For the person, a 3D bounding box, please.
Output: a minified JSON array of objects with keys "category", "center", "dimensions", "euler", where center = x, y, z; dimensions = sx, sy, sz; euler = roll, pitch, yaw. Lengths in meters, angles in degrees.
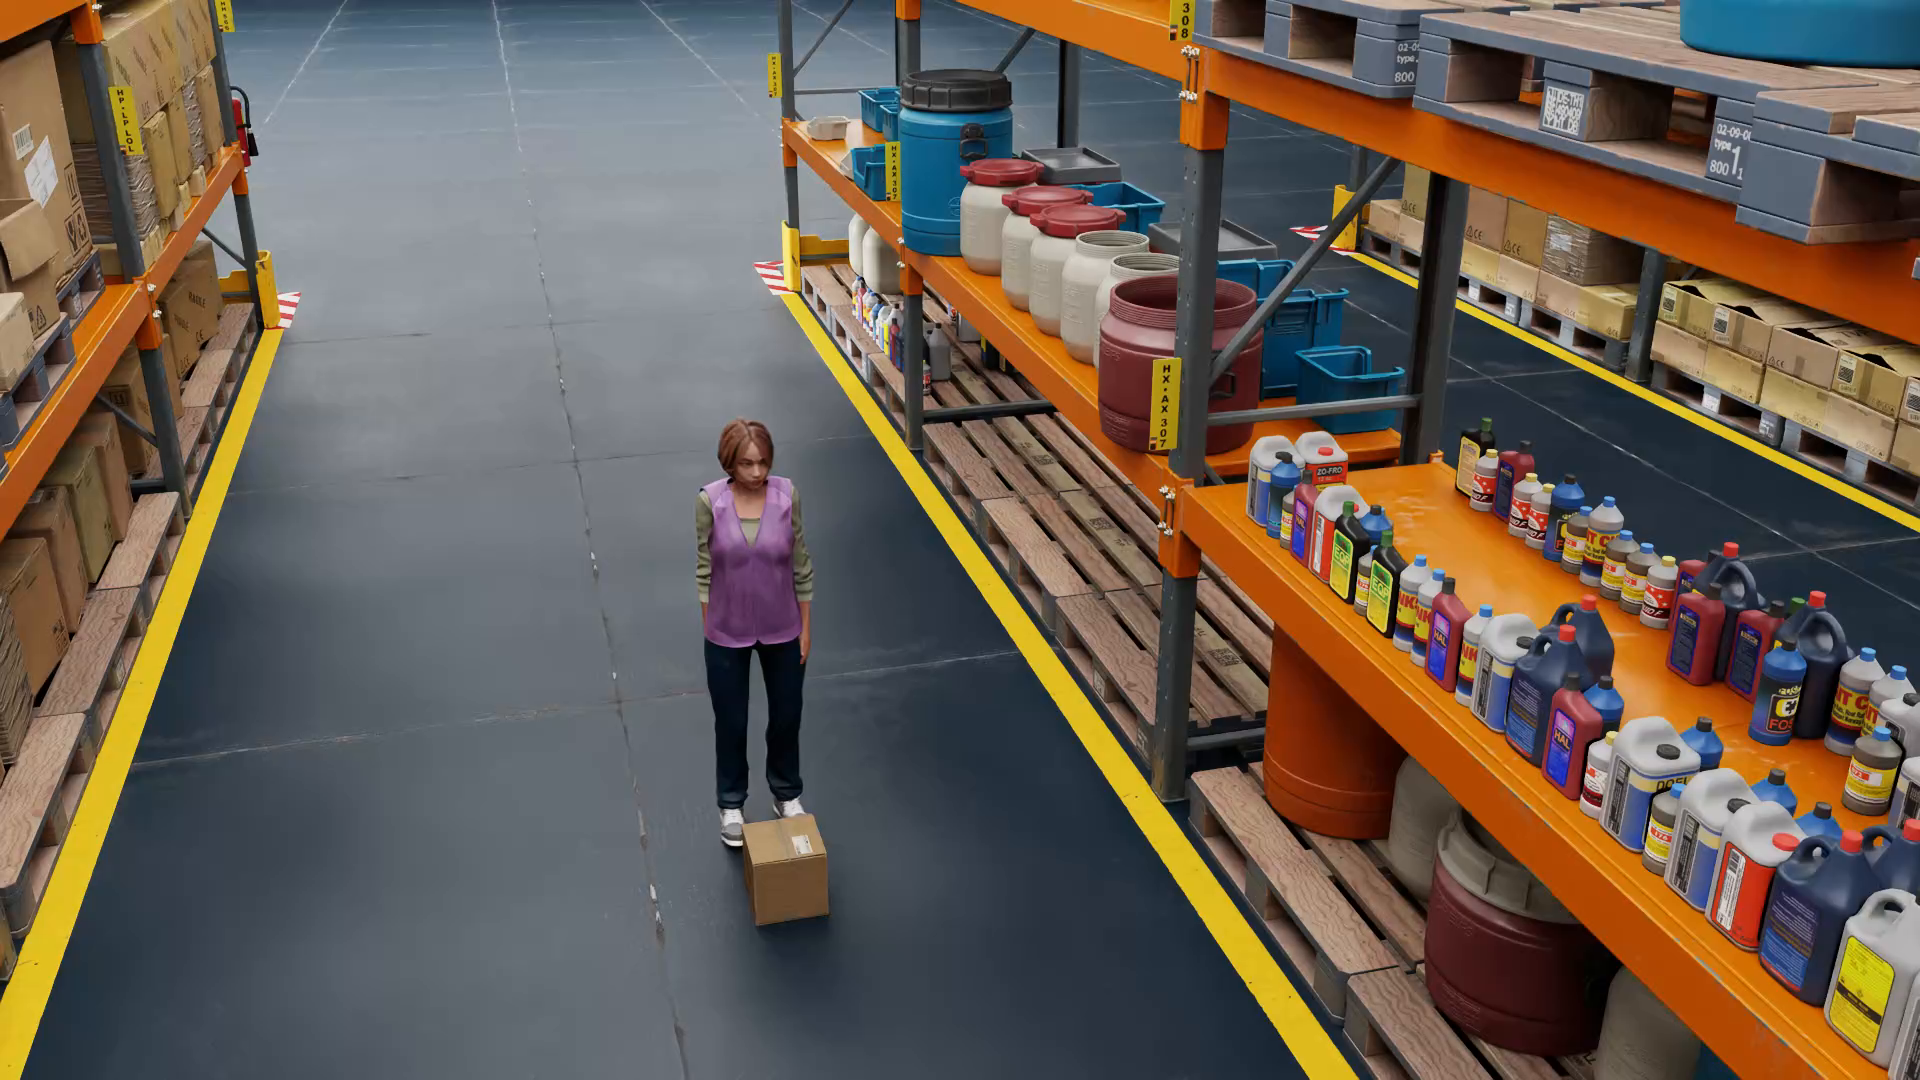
[{"category":"person","center":[-0.710,0.329,5.854],"dimensions":[0.406,1.595,0.307],"euler":[-6,24,-13]}]
